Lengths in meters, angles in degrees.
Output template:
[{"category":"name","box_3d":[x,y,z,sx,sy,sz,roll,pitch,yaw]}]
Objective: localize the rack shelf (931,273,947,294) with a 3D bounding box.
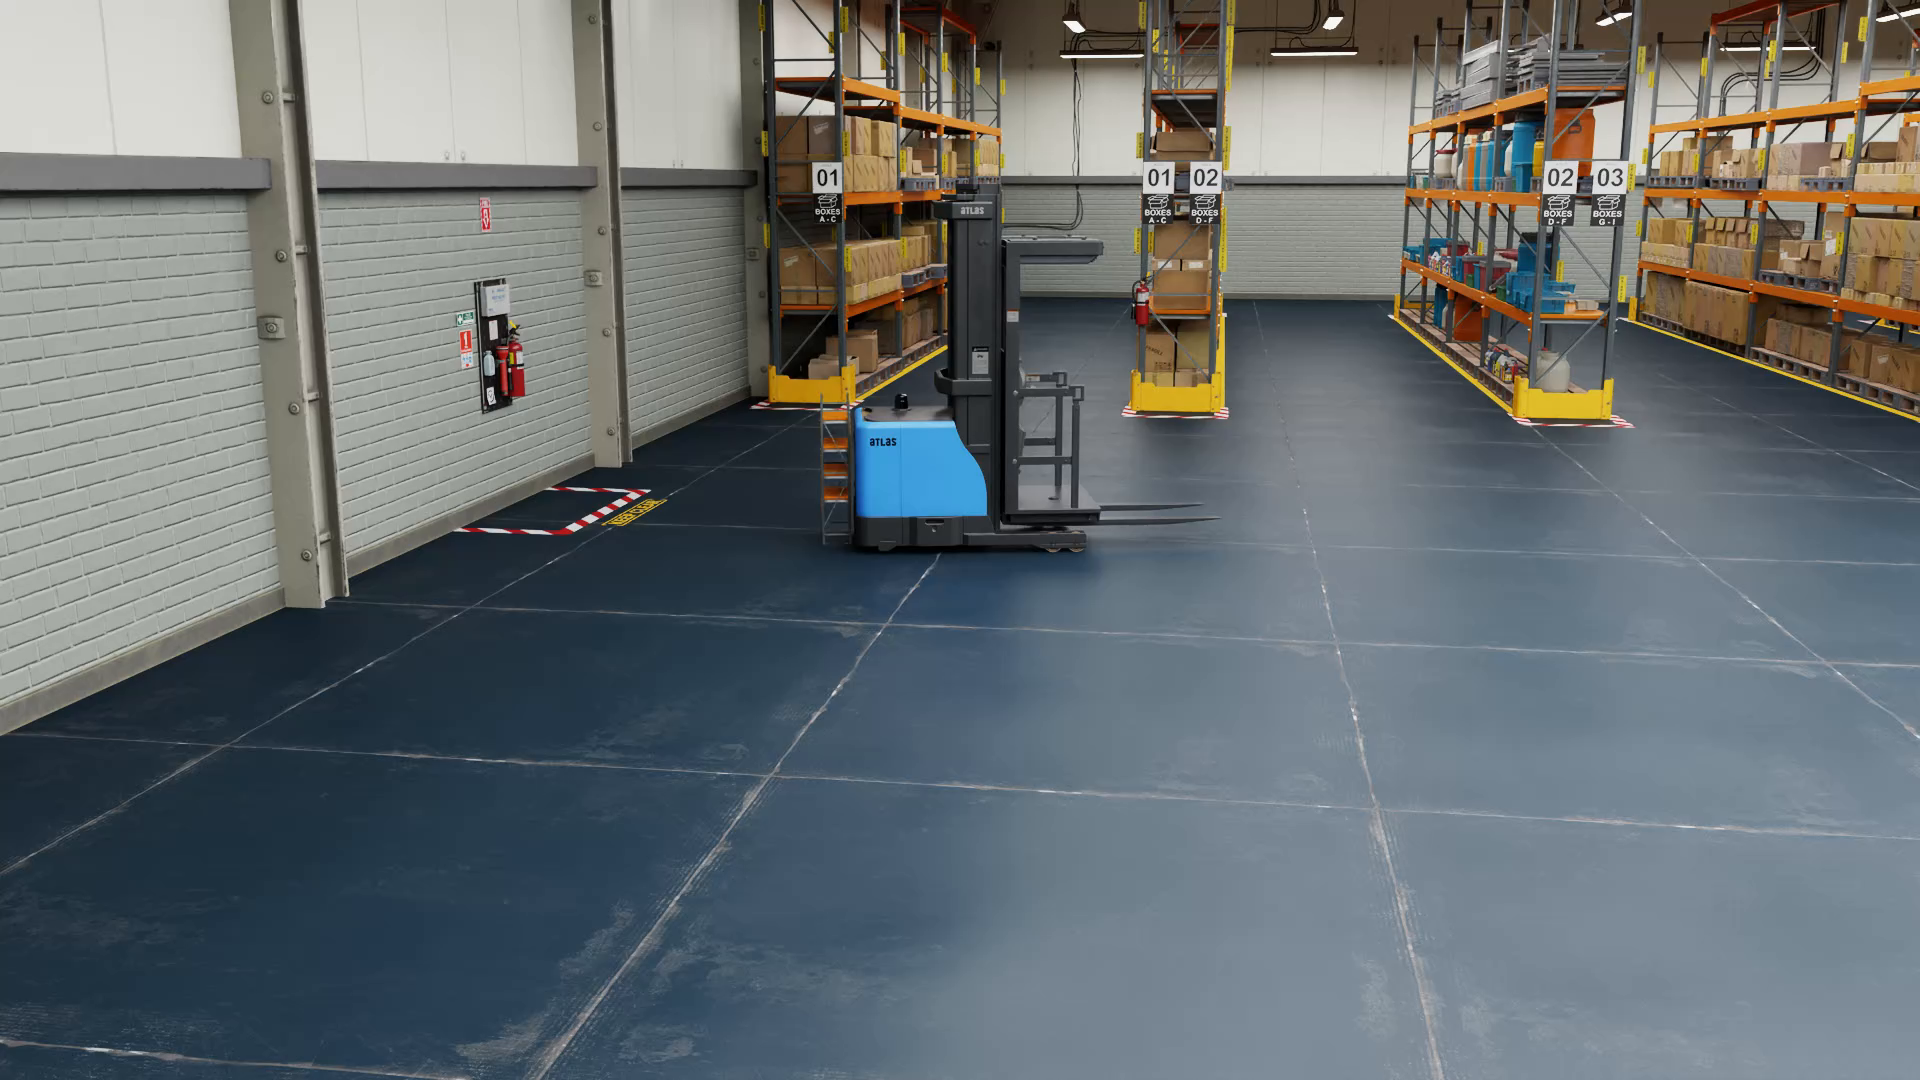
[{"category":"rack shelf","box_3d":[-0.504,-5.084,32.170,1.077,0.370,4.000,2,12,9]}]

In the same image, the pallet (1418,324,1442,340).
[{"category":"pallet","box_3d":[9.432,-4.008,32.091,1.003,0.211,1.213,2,12,9]}]

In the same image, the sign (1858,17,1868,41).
[{"category":"sign","box_3d":[12.707,-7.188,23.395,0.100,0.325,0.005,2,12,9]}]

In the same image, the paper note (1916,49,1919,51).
[{"category":"paper note","box_3d":[19.449,-9.955,33.766,0.001,0.032,0.123,2,12,9]}]

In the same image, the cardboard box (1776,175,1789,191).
[{"category":"cardboard box","box_3d":[13.468,-5.734,26.717,0.500,0.250,0.500,2,12,10]}]

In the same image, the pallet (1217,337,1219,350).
[{"category":"pallet","box_3d":[4.235,-3.650,30.431,1.003,0.211,1.213,2,12,9]}]

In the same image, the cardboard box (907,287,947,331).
[{"category":"cardboard box","box_3d":[-0.569,-4.322,31.035,0.750,0.750,0.750,2,12,8]}]

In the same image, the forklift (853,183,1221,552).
[{"category":"forklift","box_3d":[0.629,-1.443,13.732,3.031,2.935,1.130,-1,12,-4]}]

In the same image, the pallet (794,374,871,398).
[{"category":"pallet","box_3d":[-1.871,-2.174,23.582,1.003,0.211,1.213,2,12,9]}]

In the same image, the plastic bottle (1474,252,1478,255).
[{"category":"plastic bottle","box_3d":[9.746,-5.266,31.426,0.144,0.351,0.185,2,12,9]}]

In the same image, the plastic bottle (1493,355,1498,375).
[{"category":"plastic bottle","box_3d":[7.732,-2.526,23.996,0.061,0.283,0.133,2,12,11]}]

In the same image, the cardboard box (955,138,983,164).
[{"category":"cardboard box","box_3d":[0.190,-8.005,34.239,0.500,0.500,0.500,2,12,8]}]

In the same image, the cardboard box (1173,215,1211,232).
[{"category":"cardboard box","box_3d":[3.406,-4.617,24.981,0.700,0.500,0.500,2,12,9]}]

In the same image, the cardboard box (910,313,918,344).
[{"category":"cardboard box","box_3d":[-1.114,-3.653,28.712,0.700,0.500,0.500,2,12,8]}]

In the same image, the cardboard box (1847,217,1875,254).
[{"category":"cardboard box","box_3d":[12.936,-4.303,23.521,0.500,0.500,0.500,2,12,9]}]

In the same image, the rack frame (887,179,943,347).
[{"category":"rack frame","box_3d":[-0.812,-5.019,30.163,1.000,3.000,0.127,2,12,9]}]

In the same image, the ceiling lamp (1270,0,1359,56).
[{"category":"ceiling lamp","box_3d":[8.198,-12.788,38.115,2.000,3.185,0.800,2,12,9]}]

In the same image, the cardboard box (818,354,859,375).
[{"category":"cardboard box","box_3d":[-1.759,-2.514,23.877,0.500,0.311,0.500,3,13,13]}]

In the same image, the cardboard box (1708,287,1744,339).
[{"category":"cardboard box","box_3d":[14.143,-4.032,29.631,1.225,0.875,0.875,2,12,9]}]

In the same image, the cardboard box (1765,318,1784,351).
[{"category":"cardboard box","box_3d":[13.788,-3.391,27.495,0.700,0.500,0.500,1,12,6]}]

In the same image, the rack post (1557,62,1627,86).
[{"category":"rack post","box_3d":[7.989,-5.874,21.077,0.937,0.300,0.954,3,13,15]}]

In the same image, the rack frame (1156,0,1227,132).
[{"category":"rack frame","box_3d":[3.468,-6.959,24.926,1.000,3.000,0.127,2,12,9]}]

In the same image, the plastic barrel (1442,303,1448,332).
[{"category":"plastic barrel","box_3d":[9.208,-4.145,31.016,0.421,0.512,0.421,0,12,0]}]

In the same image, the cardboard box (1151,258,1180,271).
[{"category":"cardboard box","box_3d":[2.723,-3.646,22.013,0.380,0.149,0.250,2,12,8]}]

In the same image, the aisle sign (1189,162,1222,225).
[{"category":"aisle sign","box_3d":[3.145,-4.441,21.311,0.394,0.787,0.004,2,12,9]}]

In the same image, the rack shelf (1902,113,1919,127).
[{"category":"rack shelf","box_3d":[19.679,-8.184,32.325,1.077,0.370,4.000,2,12,9]}]

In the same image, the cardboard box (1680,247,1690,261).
[{"category":"cardboard box","box_3d":[14.295,-5.543,32.243,0.500,0.250,0.500,2,12,8]}]

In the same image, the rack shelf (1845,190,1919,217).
[{"category":"rack shelf","box_3d":[12.948,-4.403,21.893,1.077,0.370,4.000,2,12,9]}]

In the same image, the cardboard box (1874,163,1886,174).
[{"category":"cardboard box","box_3d":[12.865,-5.122,22.928,0.380,0.149,0.250,2,12,9]}]

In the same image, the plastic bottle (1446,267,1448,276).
[{"category":"plastic bottle","box_3d":[8.704,-4.791,29.574,0.097,0.201,0.097,0,12,0]}]

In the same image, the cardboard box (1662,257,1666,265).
[{"category":"cardboard box","box_3d":[14.447,-5.642,33.649,0.380,0.149,0.250,2,12,10]}]

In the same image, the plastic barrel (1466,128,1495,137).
[{"category":"plastic barrel","box_3d":[9.067,-6.698,28.815,0.600,0.830,0.708,2,12,9]}]

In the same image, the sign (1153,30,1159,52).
[{"category":"sign","box_3d":[2.930,-7.470,24.889,0.100,0.325,0.005,2,12,9]}]

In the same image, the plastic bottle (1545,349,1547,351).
[{"category":"plastic bottle","box_3d":[8.518,-2.602,24.191,0.144,0.351,0.185,1,12,6]}]

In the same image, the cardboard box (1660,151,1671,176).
[{"category":"cardboard box","box_3d":[14.869,-7.749,34.239,0.700,0.500,0.500,1,12,7]}]

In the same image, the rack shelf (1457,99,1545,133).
[{"category":"rack shelf","box_3d":[8.669,-6.667,26.227,1.077,0.370,4.000,2,12,9]}]

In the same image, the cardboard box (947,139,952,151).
[{"category":"cardboard box","box_3d":[-0.462,-7.770,32.744,0.500,0.250,0.500,3,12,13]}]

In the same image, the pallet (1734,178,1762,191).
[{"category":"pallet","box_3d":[13.918,-6.047,28.262,1.213,0.211,1.003,2,12,11]}]

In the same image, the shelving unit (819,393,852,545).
[{"category":"shelving unit","box_3d":[-1.042,-0.603,13.945,0.258,1.200,0.503,-1,12,-4]}]

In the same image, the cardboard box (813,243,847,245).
[{"category":"cardboard box","box_3d":[-1.940,-4.079,24.328,0.500,0.500,0.500,2,12,9]}]

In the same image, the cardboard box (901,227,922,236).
[{"category":"cardboard box","box_3d":[-0.870,-5.460,29.387,0.380,0.149,0.250,0,12,-1]}]

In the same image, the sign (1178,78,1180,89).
[{"category":"sign","box_3d":[4.777,-9.970,36.492,0.100,0.325,0.005,2,12,9]}]

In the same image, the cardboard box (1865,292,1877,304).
[{"category":"cardboard box","box_3d":[12.755,-3.339,22.965,0.380,0.149,0.250,2,12,9]}]

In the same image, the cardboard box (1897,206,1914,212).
[{"category":"cardboard box","box_3d":[19.656,-6.619,34.272,0.500,0.500,0.500,2,12,8]}]

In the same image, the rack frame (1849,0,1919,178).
[{"category":"rack frame","box_3d":[13.256,-6.638,23.433,1.000,3.000,0.127,2,12,9]}]

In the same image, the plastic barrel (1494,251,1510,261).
[{"category":"plastic barrel","box_3d":[9.030,-4.532,27.636,0.421,0.512,0.421,0,12,0]}]

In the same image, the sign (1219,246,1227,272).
[{"category":"sign","box_3d":[3.400,-3.637,21.505,0.100,0.325,0.005,2,12,9]}]

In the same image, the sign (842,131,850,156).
[{"category":"sign","box_3d":[-1.506,-5.230,21.946,0.100,0.325,0.005,2,12,9]}]

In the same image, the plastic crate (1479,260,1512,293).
[{"category":"plastic crate","box_3d":[8.134,-4.007,25.316,0.402,0.464,0.583,2,12,9]}]

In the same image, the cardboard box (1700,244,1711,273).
[{"category":"cardboard box","box_3d":[14.092,-5.227,30.889,0.500,0.500,0.500,2,12,9]}]

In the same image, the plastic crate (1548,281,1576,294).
[{"category":"plastic crate","box_3d":[8.460,-3.554,23.715,0.499,0.251,0.616,2,12,9]}]

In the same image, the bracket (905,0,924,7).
[{"category":"bracket","box_3d":[-1.056,-10.080,30.862,0.076,0.066,4.783,2,12,9]}]

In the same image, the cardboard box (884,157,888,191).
[{"category":"cardboard box","box_3d":[-1.351,-5.493,24.959,0.500,0.500,0.500,1,12,4]}]

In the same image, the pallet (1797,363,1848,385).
[{"category":"pallet","box_3d":[13.374,-2.504,25.111,1.003,0.211,1.213,2,12,9]}]
